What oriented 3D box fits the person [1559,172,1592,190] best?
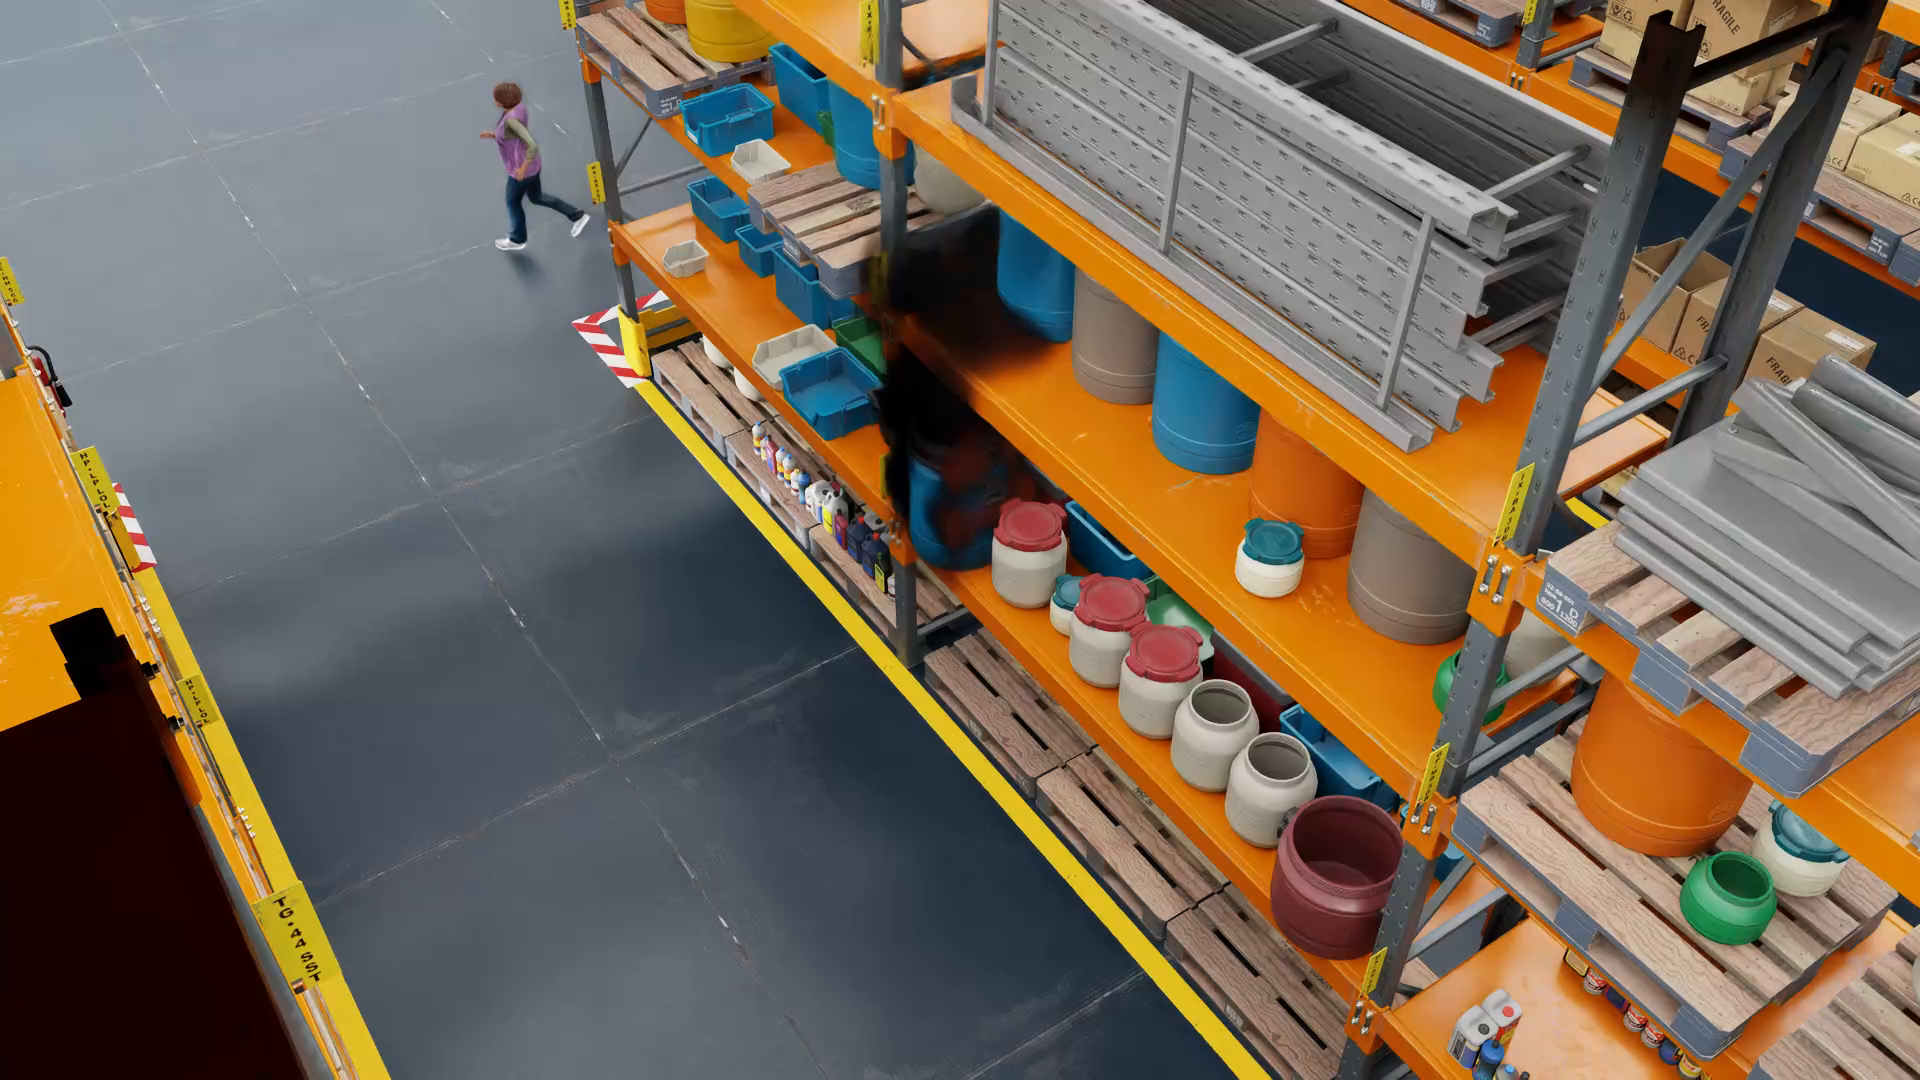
[{"bbox_3d":[4.941,-2.955,13.674,0.683,1.740,0.587,-28,50,-27],"label":"person"}]

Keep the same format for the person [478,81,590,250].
[{"bbox_3d":[-3.623,-3.123,13.952,0.862,1.574,0.543,0,43,0],"label":"person"}]
